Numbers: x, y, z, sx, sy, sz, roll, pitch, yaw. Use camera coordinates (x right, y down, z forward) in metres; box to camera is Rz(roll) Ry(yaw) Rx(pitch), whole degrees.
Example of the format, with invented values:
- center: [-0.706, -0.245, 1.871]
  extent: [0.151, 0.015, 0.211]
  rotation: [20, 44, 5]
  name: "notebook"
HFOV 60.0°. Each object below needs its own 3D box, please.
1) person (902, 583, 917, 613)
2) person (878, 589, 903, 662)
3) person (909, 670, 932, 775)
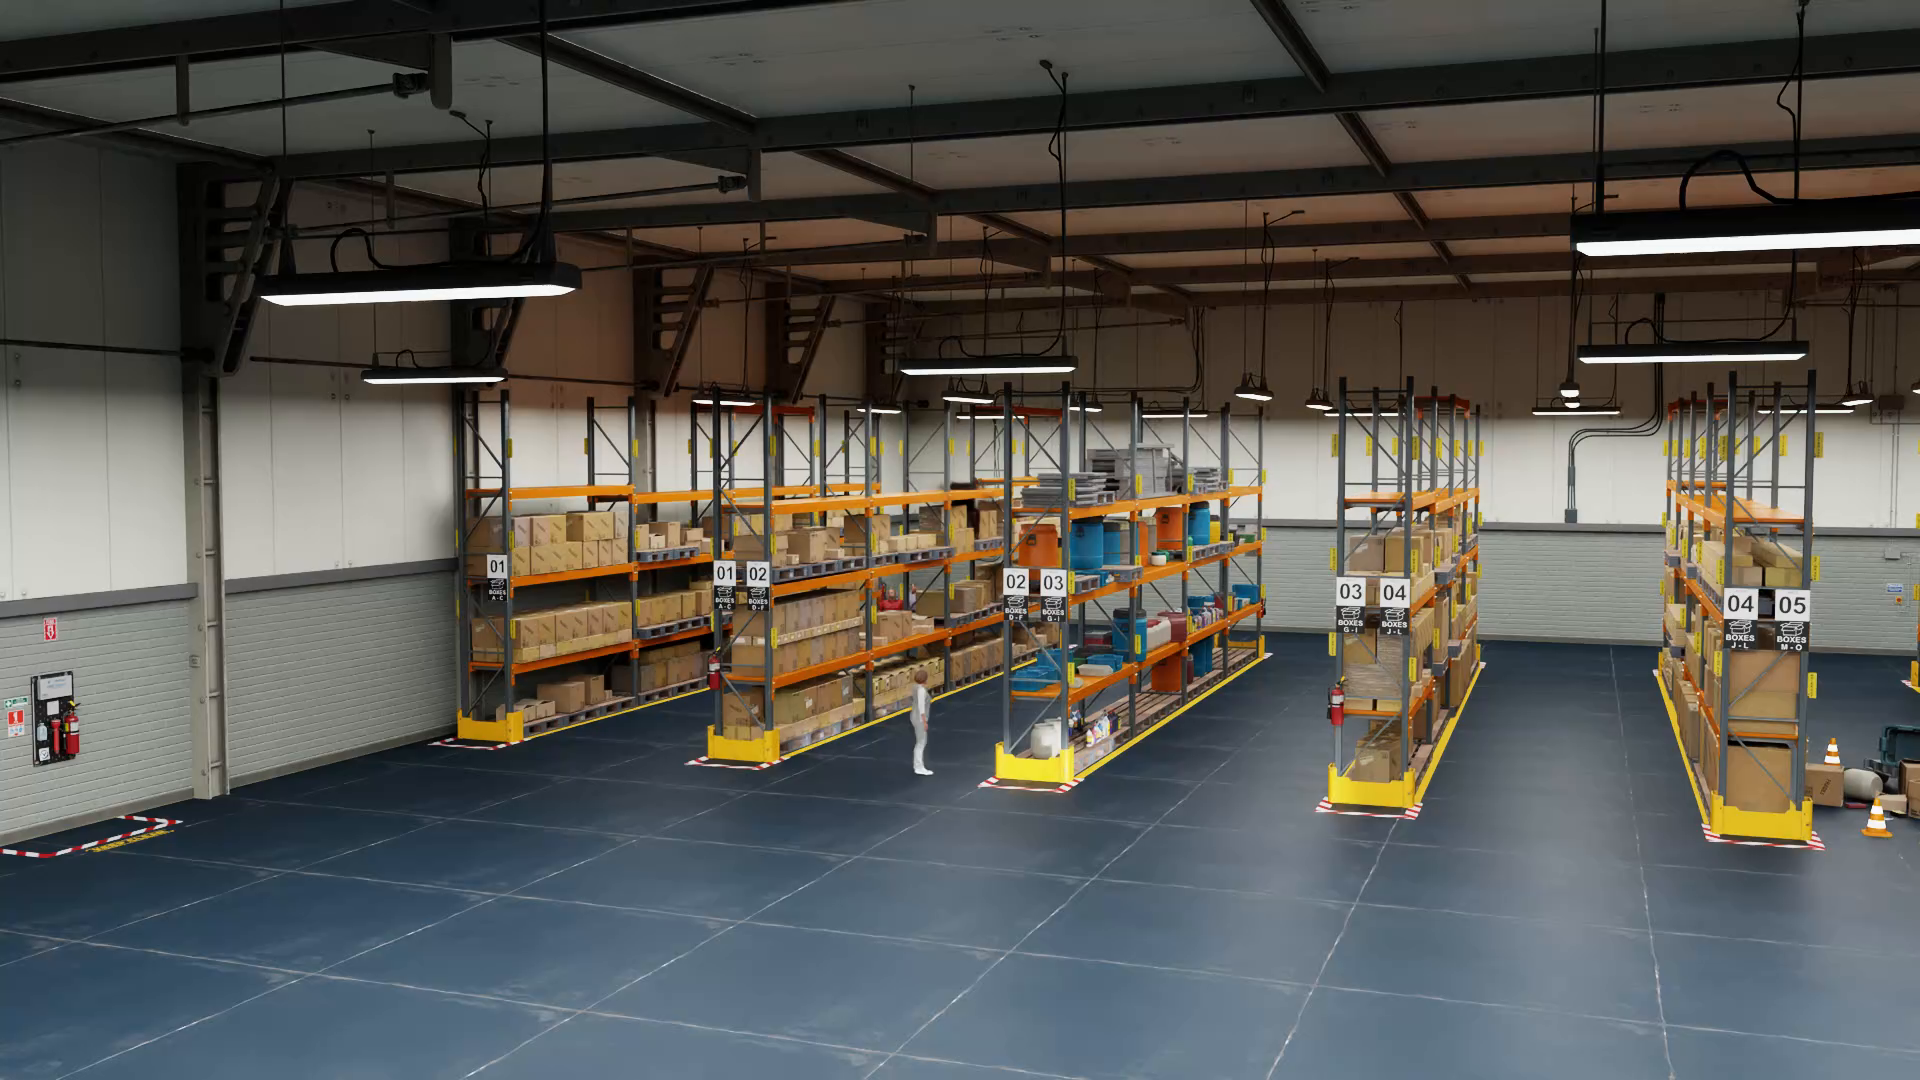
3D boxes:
- center: [-1.206, 1.878, 41.532]
  extent: [0.658, 1.600, 1.028]
  rotation: [1, 3, 22]
  name: "person"
- center: [-1.522, 1.961, 37.462]
  extent: [0.747, 1.706, 0.985]
  rotation: [1, 3, 21]
  name: "person"
- center: [-0.608, 2.832, 25.624]
  extent: [0.332, 1.645, 0.501]
  rotation: [-1, 3, -11]
  name: "person"
